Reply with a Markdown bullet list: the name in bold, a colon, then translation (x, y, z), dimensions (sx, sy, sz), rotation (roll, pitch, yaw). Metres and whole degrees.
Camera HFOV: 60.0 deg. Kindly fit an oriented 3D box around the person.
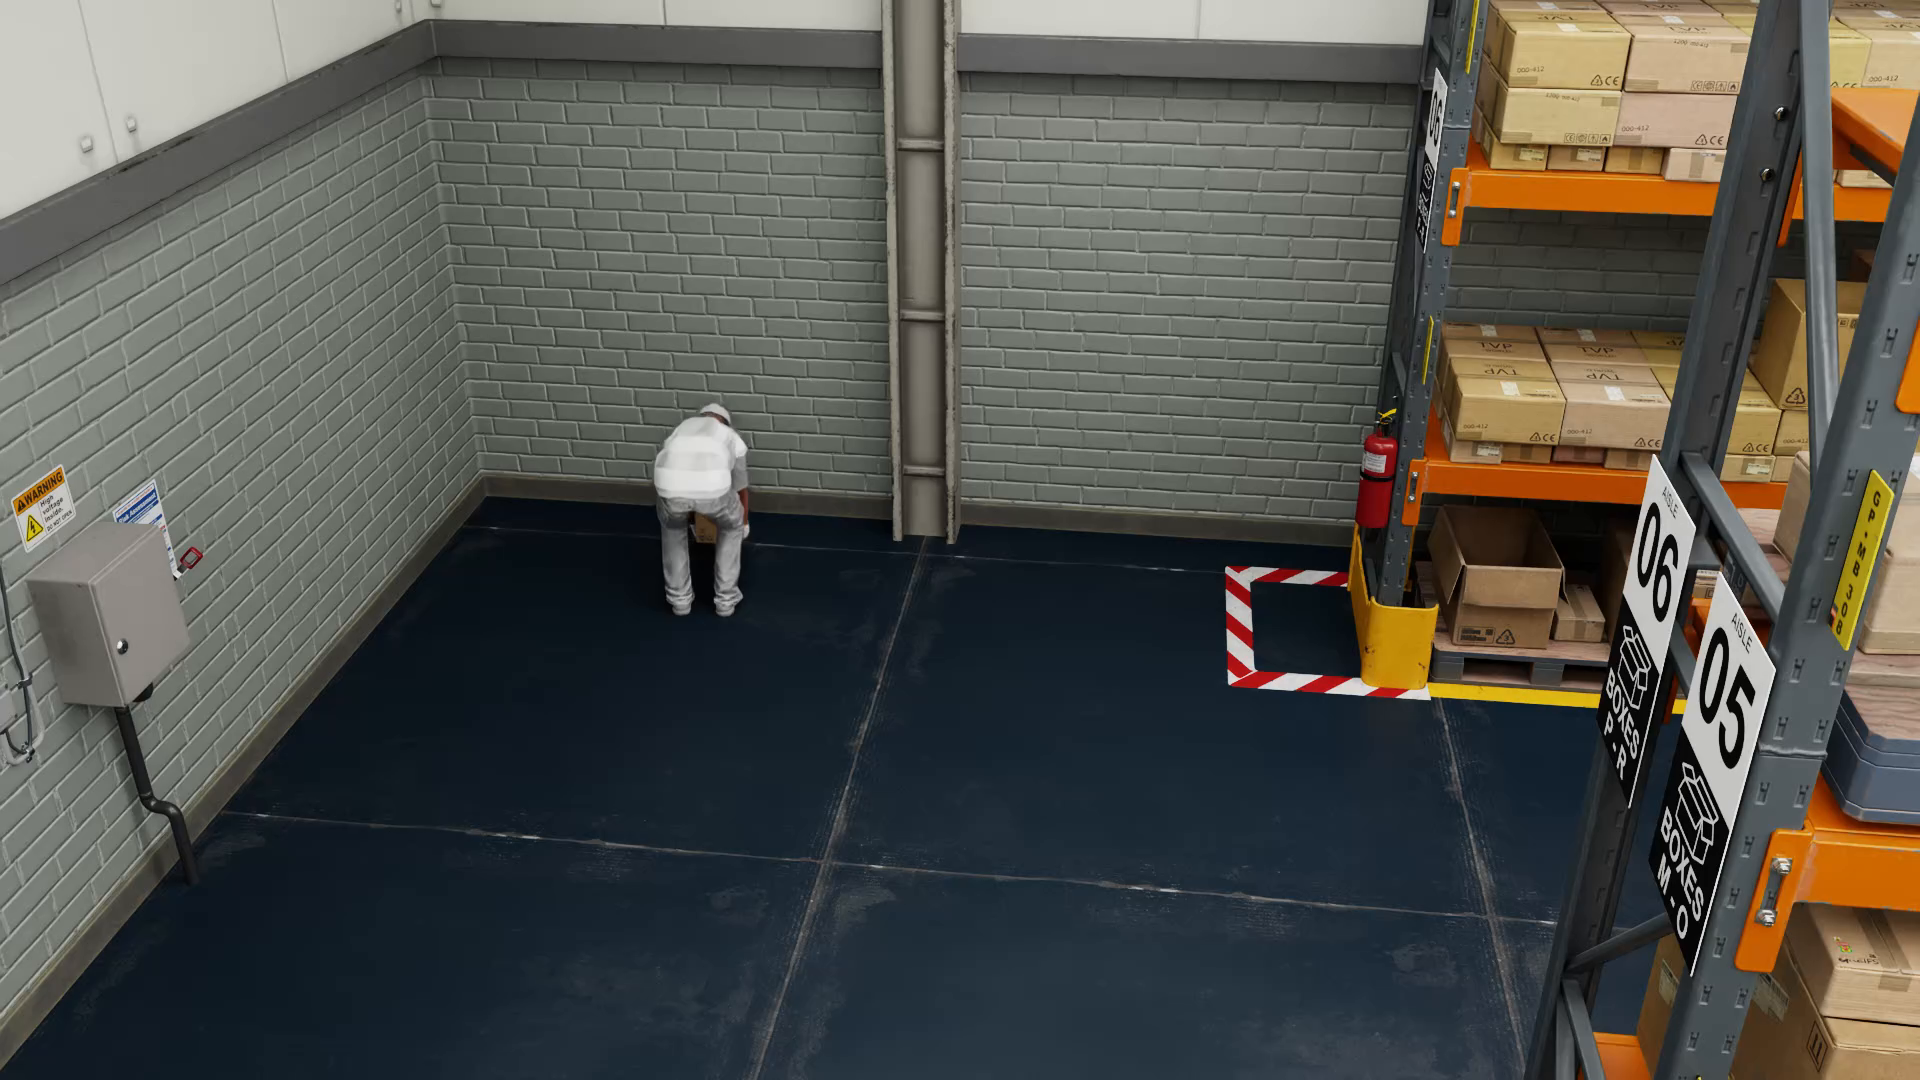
- **person**: translation (-1.523, -0.392, 9.345), dimensions (0.627, 1.774, 0.450), rotation (0, 28, 0)
